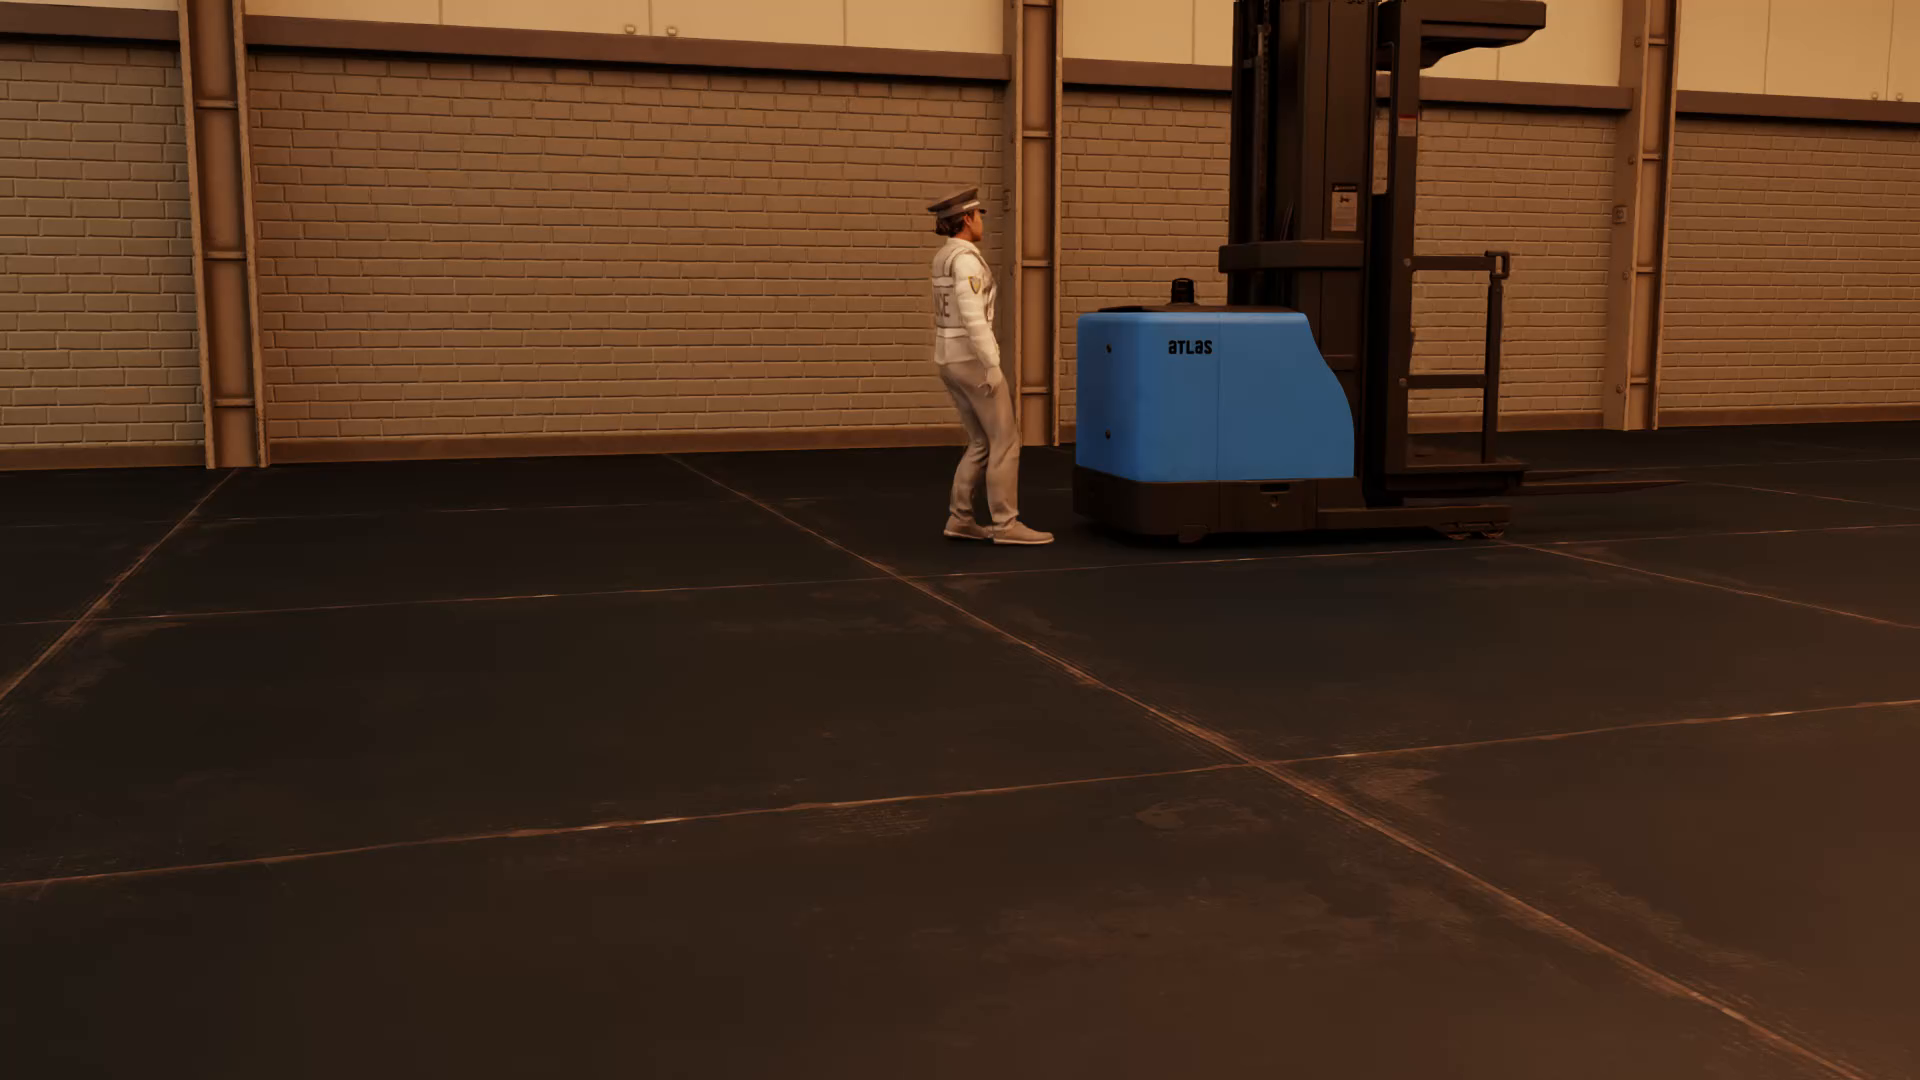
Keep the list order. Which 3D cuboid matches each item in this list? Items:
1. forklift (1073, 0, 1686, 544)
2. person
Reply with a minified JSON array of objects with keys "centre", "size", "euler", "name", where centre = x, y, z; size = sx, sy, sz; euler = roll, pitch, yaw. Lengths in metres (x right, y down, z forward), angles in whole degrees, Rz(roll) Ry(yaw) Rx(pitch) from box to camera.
[{"centre":[2.147,-1.519,8.220],"size":[3.031,2.935,1.130],"euler":[-2,8,-15],"name":"forklift"},{"centre":[0.122,-0.823,7.866],"size":[0.538,1.679,0.617],"euler":[-2,8,-14],"name":"person"}]
